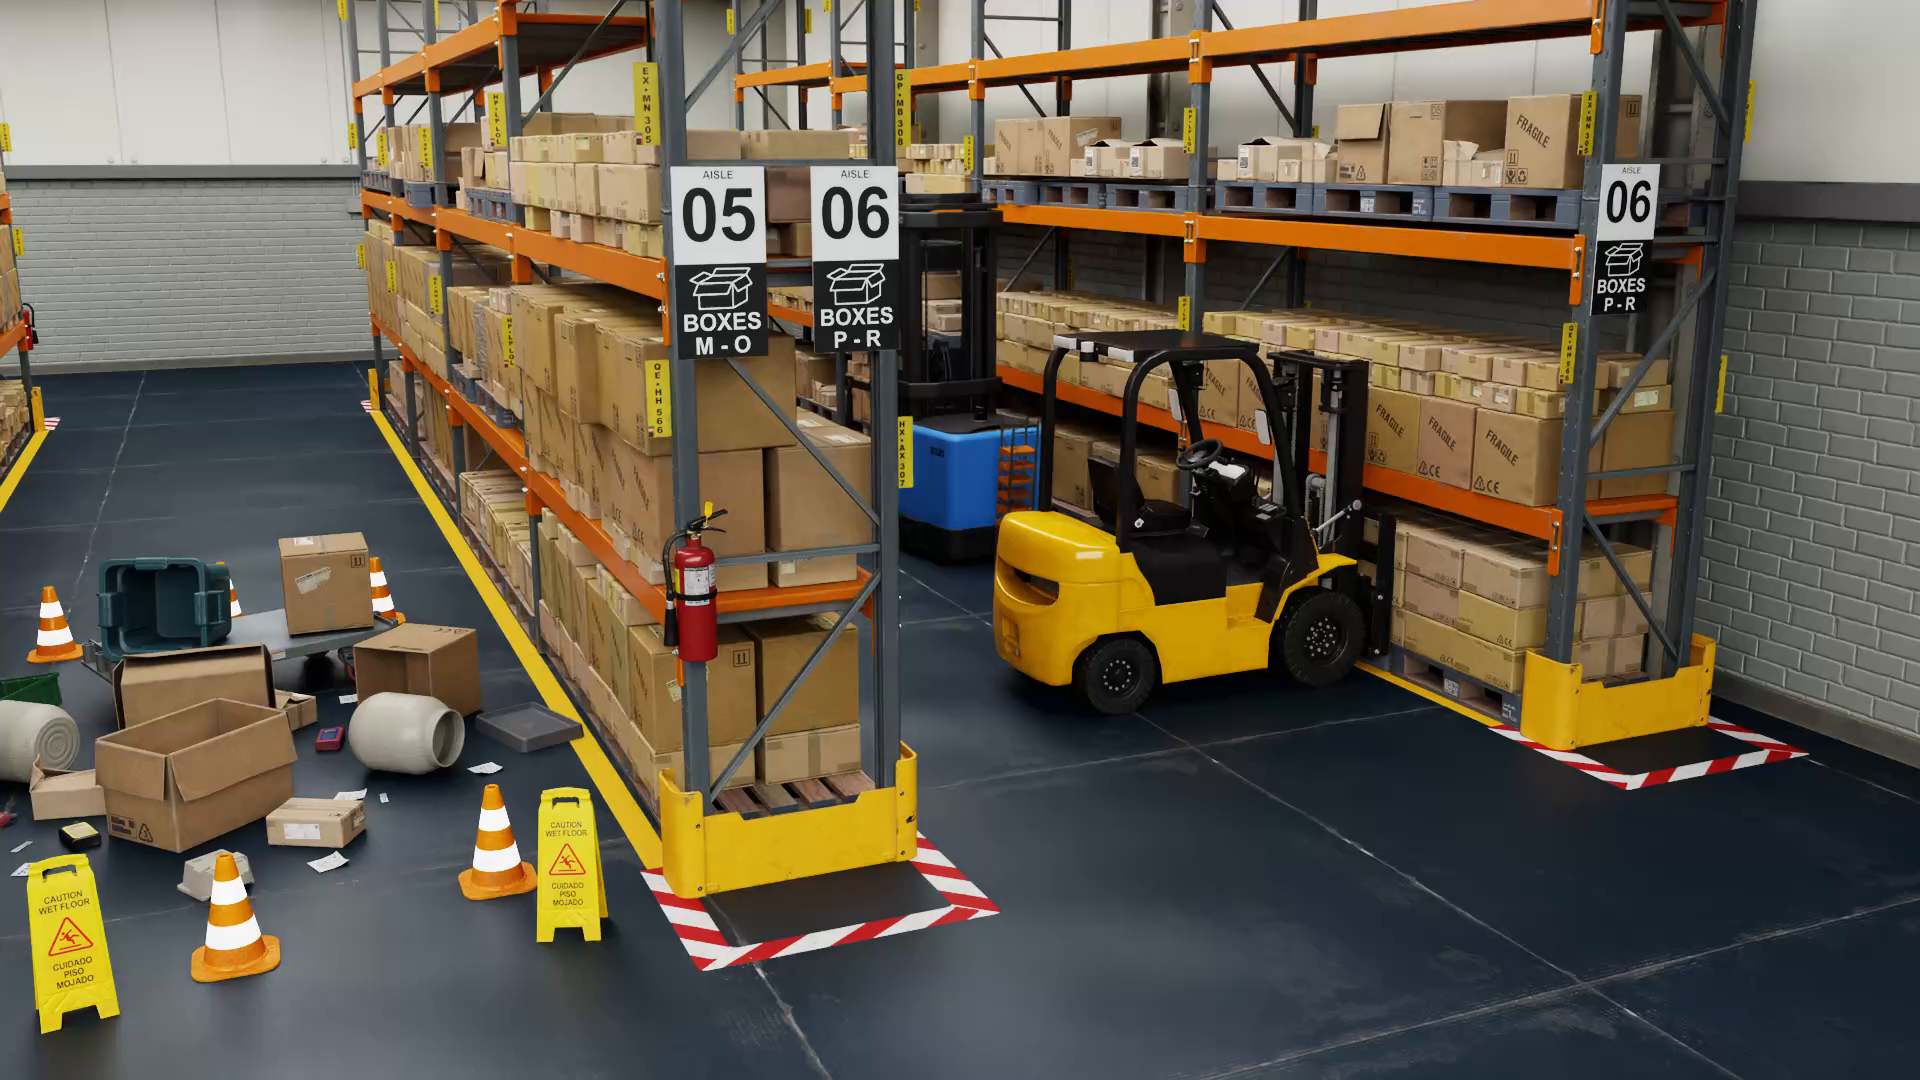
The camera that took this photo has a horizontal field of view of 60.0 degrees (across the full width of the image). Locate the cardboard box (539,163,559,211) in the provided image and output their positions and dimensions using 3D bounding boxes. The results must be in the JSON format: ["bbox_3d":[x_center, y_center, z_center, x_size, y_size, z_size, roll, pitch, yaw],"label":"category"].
[{"bbox_3d":[-2.030,-1.958,9.200,0.500,0.250,0.500,-5,14,-22],"label":"cardboard box"}]

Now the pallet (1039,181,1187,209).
[{"bbox_3d":[1.389,-3.033,14.590,1.003,0.211,1.213,-5,14,-20],"label":"pallet"}]

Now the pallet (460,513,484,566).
[{"bbox_3d":[-3.650,-0.058,14.150,1.003,0.211,1.213,-6,14,-23],"label":"pallet"}]

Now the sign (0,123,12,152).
[{"bbox_3d":[-11.145,-4.701,19.414,0.100,0.325,0.005,-6,14,-23],"label":"sign"}]

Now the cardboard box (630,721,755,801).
[{"bbox_3d":[-1.337,1.063,8.293,0.500,0.250,0.500,-6,14,-23],"label":"cardboard box"}]

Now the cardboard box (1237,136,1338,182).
[{"bbox_3d":[2.297,-2.678,11.679,0.500,0.311,0.500,-5,14,-22],"label":"cardboard box"}]

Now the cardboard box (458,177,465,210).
[{"bbox_3d":[-3.889,-2.840,13.636,0.396,0.266,0.258,-6,14,-23],"label":"cardboard box"}]

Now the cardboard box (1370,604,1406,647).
[{"bbox_3d":[2.929,0.485,10.790,0.500,0.250,0.500,-5,14,-22],"label":"cardboard box"}]

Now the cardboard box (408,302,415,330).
[{"bbox_3d":[-5.234,-2.246,16.647,0.500,0.250,0.500,-5,14,-22],"label":"cardboard box"}]

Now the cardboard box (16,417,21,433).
[{"bbox_3d":[-10.766,-1.285,18.661,0.380,0.149,0.250,-6,14,-25],"label":"cardboard box"}]

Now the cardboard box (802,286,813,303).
[{"bbox_3d":[-1.659,-3.110,20.829,0.500,0.250,0.500,-6,14,-23],"label":"cardboard box"}]

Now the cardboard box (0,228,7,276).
[{"bbox_3d":[-10.830,-3.160,18.271,0.500,0.500,0.500,-5,14,-20],"label":"cardboard box"}]

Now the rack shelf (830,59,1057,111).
[{"bbox_3d":[-0.216,-4.817,17.710,1.077,0.370,4.000,-6,14,-23],"label":"rack shelf"}]

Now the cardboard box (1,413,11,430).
[{"bbox_3d":[-10.462,-1.265,17.913,0.380,0.149,0.250,-6,14,-23],"label":"cardboard box"}]

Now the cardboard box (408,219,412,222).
[{"bbox_3d":[-6.839,-4.026,21.236,0.380,0.149,0.250,-5,14,-22],"label":"cardboard box"}]

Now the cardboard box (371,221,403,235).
[{"bbox_3d":[-6.986,-3.819,20.342,0.380,0.149,0.250,-6,14,-25],"label":"cardboard box"}]

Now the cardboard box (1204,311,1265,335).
[{"bbox_3d":[2.043,-1.617,12.386,0.380,0.149,0.250,-5,14,-22],"label":"cardboard box"}]

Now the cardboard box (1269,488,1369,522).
[{"bbox_3d":[2.499,-0.216,11.599,0.500,0.250,0.500,-5,14,-21],"label":"cardboard box"}]

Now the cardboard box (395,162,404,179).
[{"bbox_3d":[-5.378,-3.663,16.479,0.380,0.166,0.250,-7,15,-27],"label":"cardboard box"}]

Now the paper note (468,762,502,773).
[{"bbox_3d":[-2.562,1.229,8.990,0.142,0.019,0.148,-12,18,-42],"label":"paper note"}]

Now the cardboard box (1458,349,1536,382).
[{"bbox_3d":[3.196,-1.038,9.884,0.380,0.149,0.250,-5,14,-22],"label":"cardboard box"}]

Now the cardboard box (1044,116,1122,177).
[{"bbox_3d":[1.060,-3.408,14.416,0.500,0.500,0.500,-5,14,-22],"label":"cardboard box"}]

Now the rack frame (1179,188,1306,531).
[{"bbox_3d":[2.187,-1.200,12.904,1.000,3.000,0.127,-6,14,-23],"label":"rack frame"}]

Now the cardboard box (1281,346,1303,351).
[{"bbox_3d":[2.444,-1.259,11.496,0.380,0.149,0.250,-6,14,-24],"label":"cardboard box"}]

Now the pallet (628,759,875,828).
[{"bbox_3d":[-1.080,1.247,8.514,1.003,0.211,1.213,-6,14,-23],"label":"pallet"}]

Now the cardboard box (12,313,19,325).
[{"bbox_3d":[-11.272,-2.598,19.501,0.380,0.149,0.250,-6,14,-23],"label":"cardboard box"}]

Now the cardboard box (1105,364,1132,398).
[{"bbox_3d":[1.539,-1.311,13.715,0.500,0.250,0.500,-6,14,-23],"label":"cardboard box"}]

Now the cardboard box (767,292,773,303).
[{"bbox_3d":[-2.413,-3.307,22.564,0.380,0.149,0.250,-5,14,-21],"label":"cardboard box"}]

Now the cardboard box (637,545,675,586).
[{"bbox_3d":[-1.306,0.097,7.854,0.380,0.149,0.250,-6,14,-24],"label":"cardboard box"}]

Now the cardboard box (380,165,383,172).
[{"bbox_3d":[-6.219,-4.154,18.417,0.380,0.149,0.250,-5,14,-22],"label":"cardboard box"}]

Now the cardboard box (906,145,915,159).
[{"bbox_3d":[-0.344,-4.067,17.424,0.380,0.149,0.250,-6,14,-23],"label":"cardboard box"}]

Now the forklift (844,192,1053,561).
[{"bbox_3d":[-0.410,-1.545,14.546,1.130,2.935,3.031,-8,15,-30],"label":"forklift"}]

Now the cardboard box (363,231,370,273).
[{"bbox_3d":[-7.235,-3.641,21.012,0.500,0.500,0.500,-6,14,-24],"label":"cardboard box"}]

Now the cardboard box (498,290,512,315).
[{"bbox_3d":[-3.039,-1.682,11.732,0.380,0.149,0.250,-6,14,-25],"label":"cardboard box"}]

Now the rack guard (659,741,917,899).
[{"bbox_3d":[-0.787,1.277,7.742,1.175,0.500,0.348,-6,14,-23],"label":"rack guard"}]

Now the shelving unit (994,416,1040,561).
[{"bbox_3d":[0.451,-0.382,13.328,0.258,1.200,0.189,-6,20,-25],"label":"shelving unit"}]

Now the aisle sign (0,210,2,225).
[{"bbox_3d":[-11.416,-4.071,19.543,0.394,0.787,0.004,-6,14,-23],"label":"aisle sign"}]

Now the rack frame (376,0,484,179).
[{"bbox_3d":[-5.564,-5.327,17.428,1.000,3.000,0.127,-6,14,-23],"label":"rack frame"}]

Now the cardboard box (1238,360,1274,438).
[{"bbox_3d":[2.350,-1.028,11.936,0.500,0.500,0.500,-5,14,-22],"label":"cardboard box"}]

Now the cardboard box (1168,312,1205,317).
[{"bbox_3d":[1.963,-1.820,13.920,0.380,0.149,0.250,-6,14,-24],"label":"cardboard box"}]

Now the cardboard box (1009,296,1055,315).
[{"bbox_3d":[0.677,-2.193,15.533,0.380,0.149,0.250,-5,14,-21],"label":"cardboard box"}]

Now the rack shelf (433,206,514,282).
[{"bbox_3d":[-3.160,-2.275,12.492,1.077,0.370,4.000,-6,14,-23],"label":"rack shelf"}]

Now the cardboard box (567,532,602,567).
[{"bbox_3d":[-2.057,0.041,9.604,0.380,0.149,0.250,-5,14,-20],"label":"cardboard box"}]

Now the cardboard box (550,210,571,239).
[{"bbox_3d":[-2.023,-1.729,9.094,0.380,0.149,0.250,-6,14,-24],"label":"cardboard box"}]

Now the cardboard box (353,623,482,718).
[{"bbox_3d":[-3.177,0.810,9.757,0.500,0.500,0.500,4,14,16],"label":"cardboard box"}]

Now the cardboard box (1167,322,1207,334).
[{"bbox_3d":[1.847,-1.616,13.038,0.380,0.149,0.250,-5,14,-21],"label":"cardboard box"}]

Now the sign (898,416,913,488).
[{"bbox_3d":[-0.260,-0.396,7.507,0.100,0.325,0.005,-6,14,-23],"label":"sign"}]

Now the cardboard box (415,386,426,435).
[{"bbox_3d":[-5.717,-1.500,18.949,0.875,0.438,0.875,-6,14,-24],"label":"cardboard box"}]

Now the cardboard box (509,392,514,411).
[{"bbox_3d":[-2.908,-0.971,11.538,0.380,0.149,0.250,-6,14,-25],"label":"cardboard box"}]

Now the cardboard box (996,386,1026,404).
[{"bbox_3d":[0.580,-1.523,17.471,0.380,0.149,0.250,-5,14,-21],"label":"cardboard box"}]

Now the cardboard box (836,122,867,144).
[{"bbox_3d":[-1.217,-4.698,19.191,0.396,0.266,0.258,-6,14,-24],"label":"cardboard box"}]

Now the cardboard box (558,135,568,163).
[{"bbox_3d":[-1.960,-2.120,9.014,0.380,0.149,0.250,-6,14,-24],"label":"cardboard box"}]

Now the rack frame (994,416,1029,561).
[{"bbox_3d":[0.411,-0.410,13.406,0.240,1.200,0.006,-6,20,-25],"label":"rack frame"}]

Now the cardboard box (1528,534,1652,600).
[{"bbox_3d":[3.771,0.158,9.986,0.500,0.250,0.500,-6,14,-24],"label":"cardboard box"}]

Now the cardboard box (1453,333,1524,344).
[{"bbox_3d":[3.429,-1.250,10.800,0.380,0.149,0.250,-6,14,-24],"label":"cardboard box"}]

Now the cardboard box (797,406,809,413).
[{"bbox_3d":[-1.108,-0.453,8.794,0.500,0.500,0.500,-6,14,-24],"label":"cardboard box"}]

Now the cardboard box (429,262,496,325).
[{"bbox_3d":[-4.408,-2.197,14.769,0.500,0.500,0.500,-6,14,-24],"label":"cardboard box"}]
